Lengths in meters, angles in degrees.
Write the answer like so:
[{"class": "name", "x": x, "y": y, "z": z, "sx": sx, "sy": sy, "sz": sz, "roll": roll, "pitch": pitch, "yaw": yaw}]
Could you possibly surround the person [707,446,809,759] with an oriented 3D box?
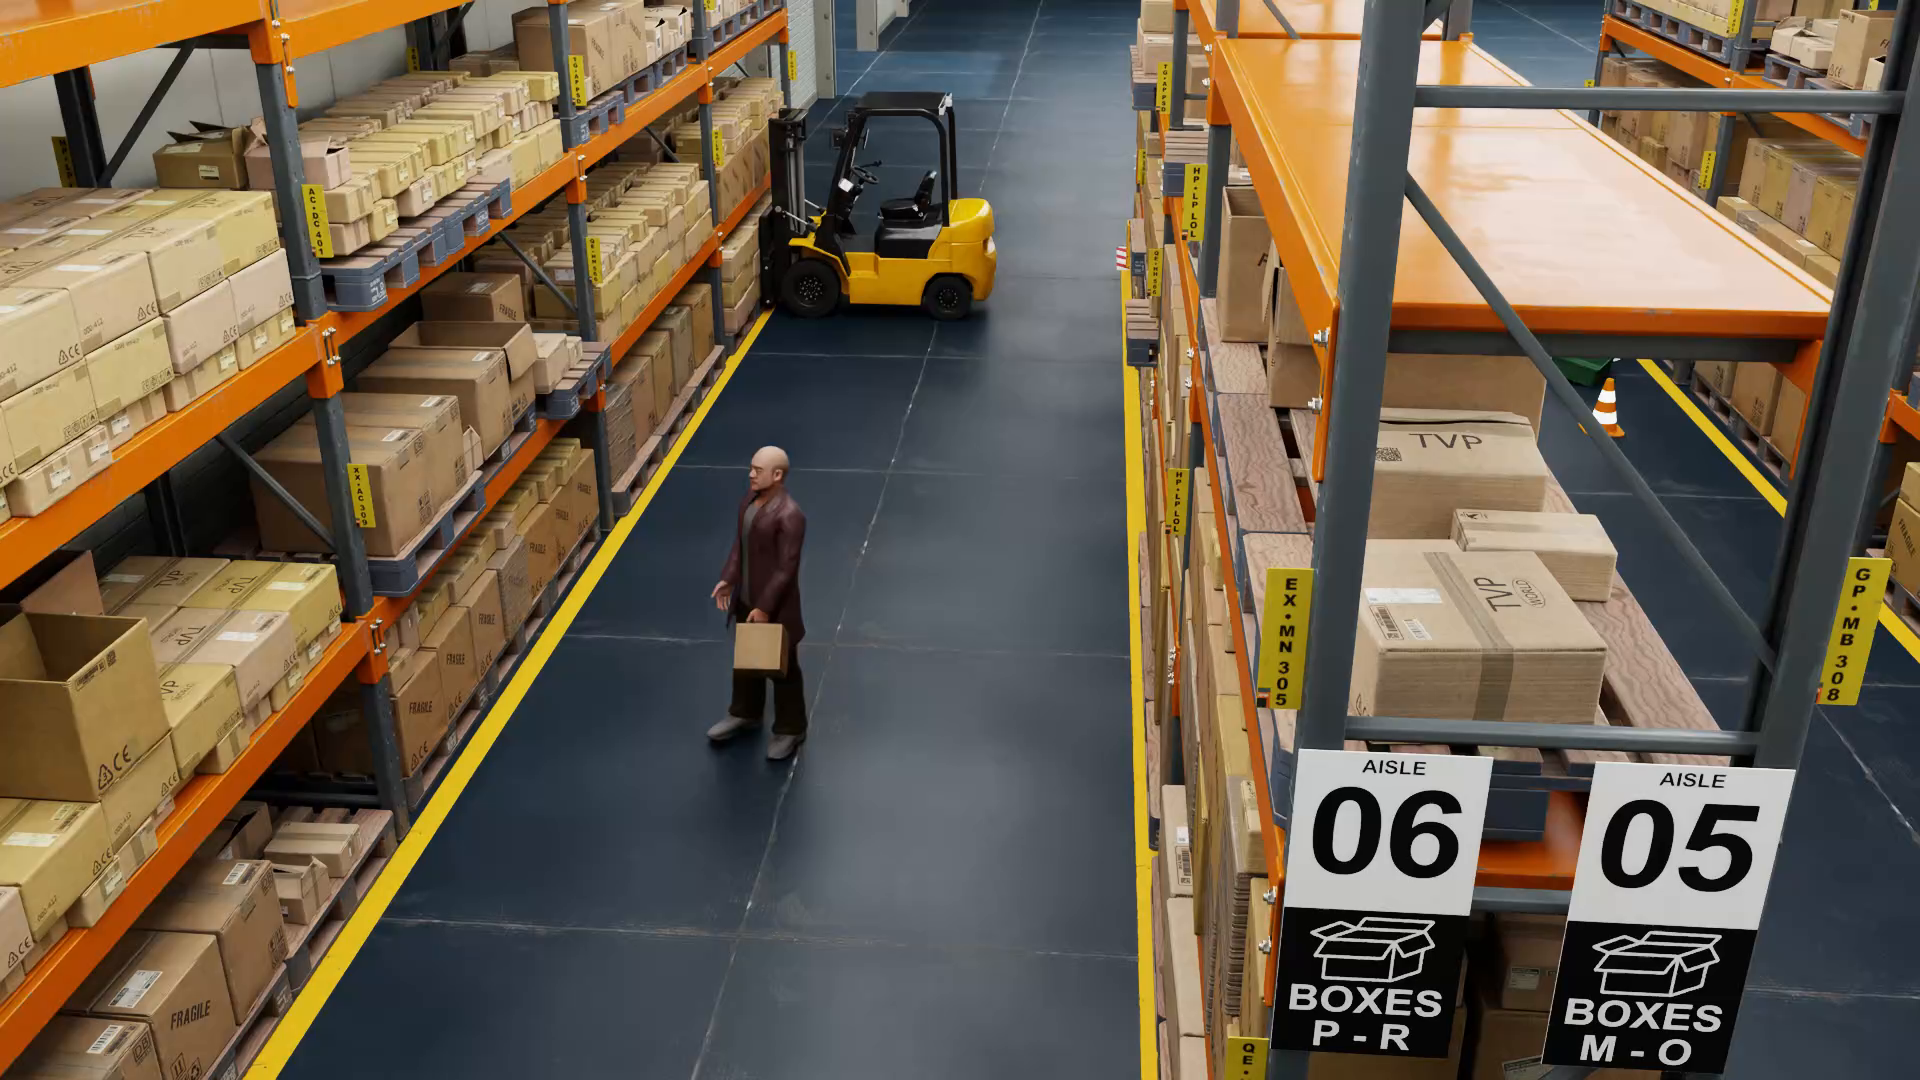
[{"class": "person", "x": -1.145, "y": 0.350, "z": 9.211, "sx": 0.536, "sy": 1.786, "sz": 0.577, "roll": -15, "pitch": 28, "yaw": -30}]
